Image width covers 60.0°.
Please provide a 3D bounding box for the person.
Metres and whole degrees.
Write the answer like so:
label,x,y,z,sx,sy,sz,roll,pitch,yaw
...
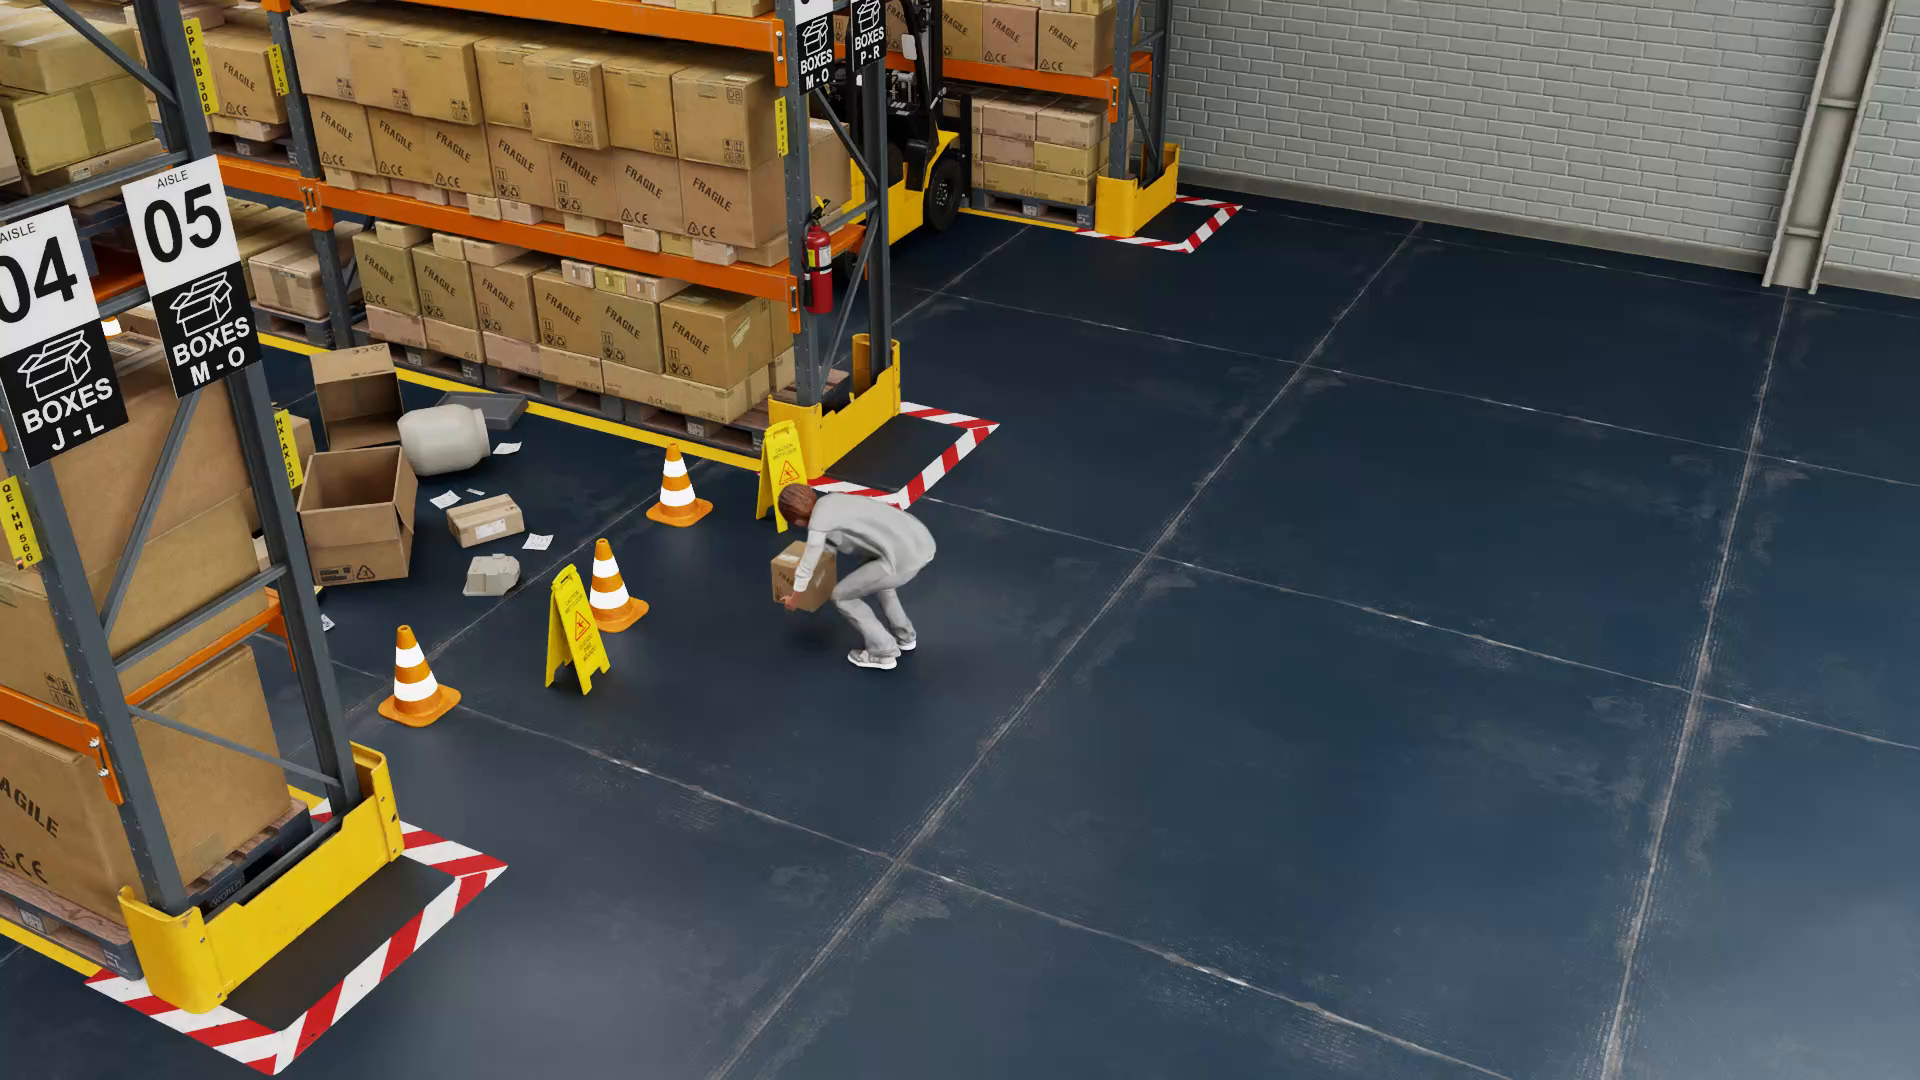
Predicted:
label,x,y,z,sx,sy,sz,roll,pitch,yaw
person,-0.543,0.181,8.659,0.862,0.912,0.431,13,33,21
